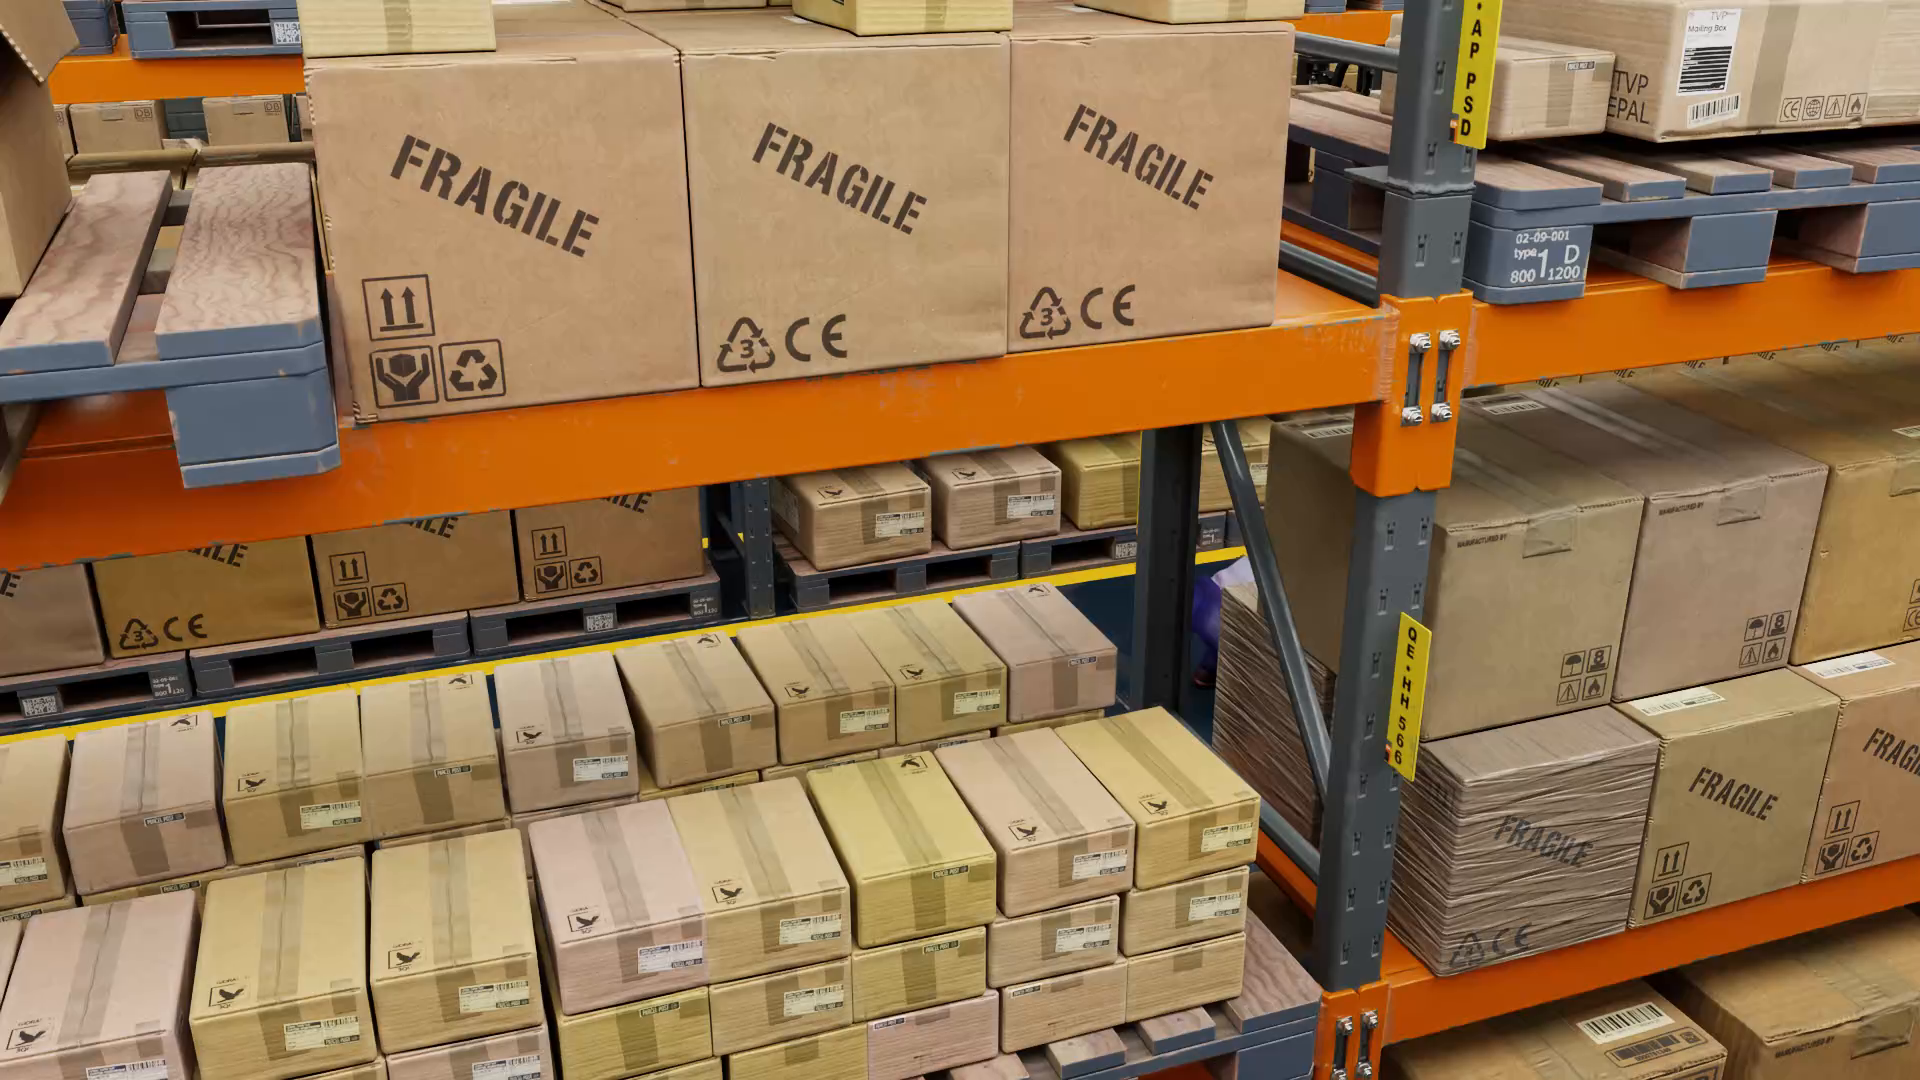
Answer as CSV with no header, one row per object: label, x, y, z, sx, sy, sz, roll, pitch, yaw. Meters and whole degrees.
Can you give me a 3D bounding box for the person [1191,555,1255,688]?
person,1.405,0.358,7.491,0.871,0.773,0.515,-9,24,-20
